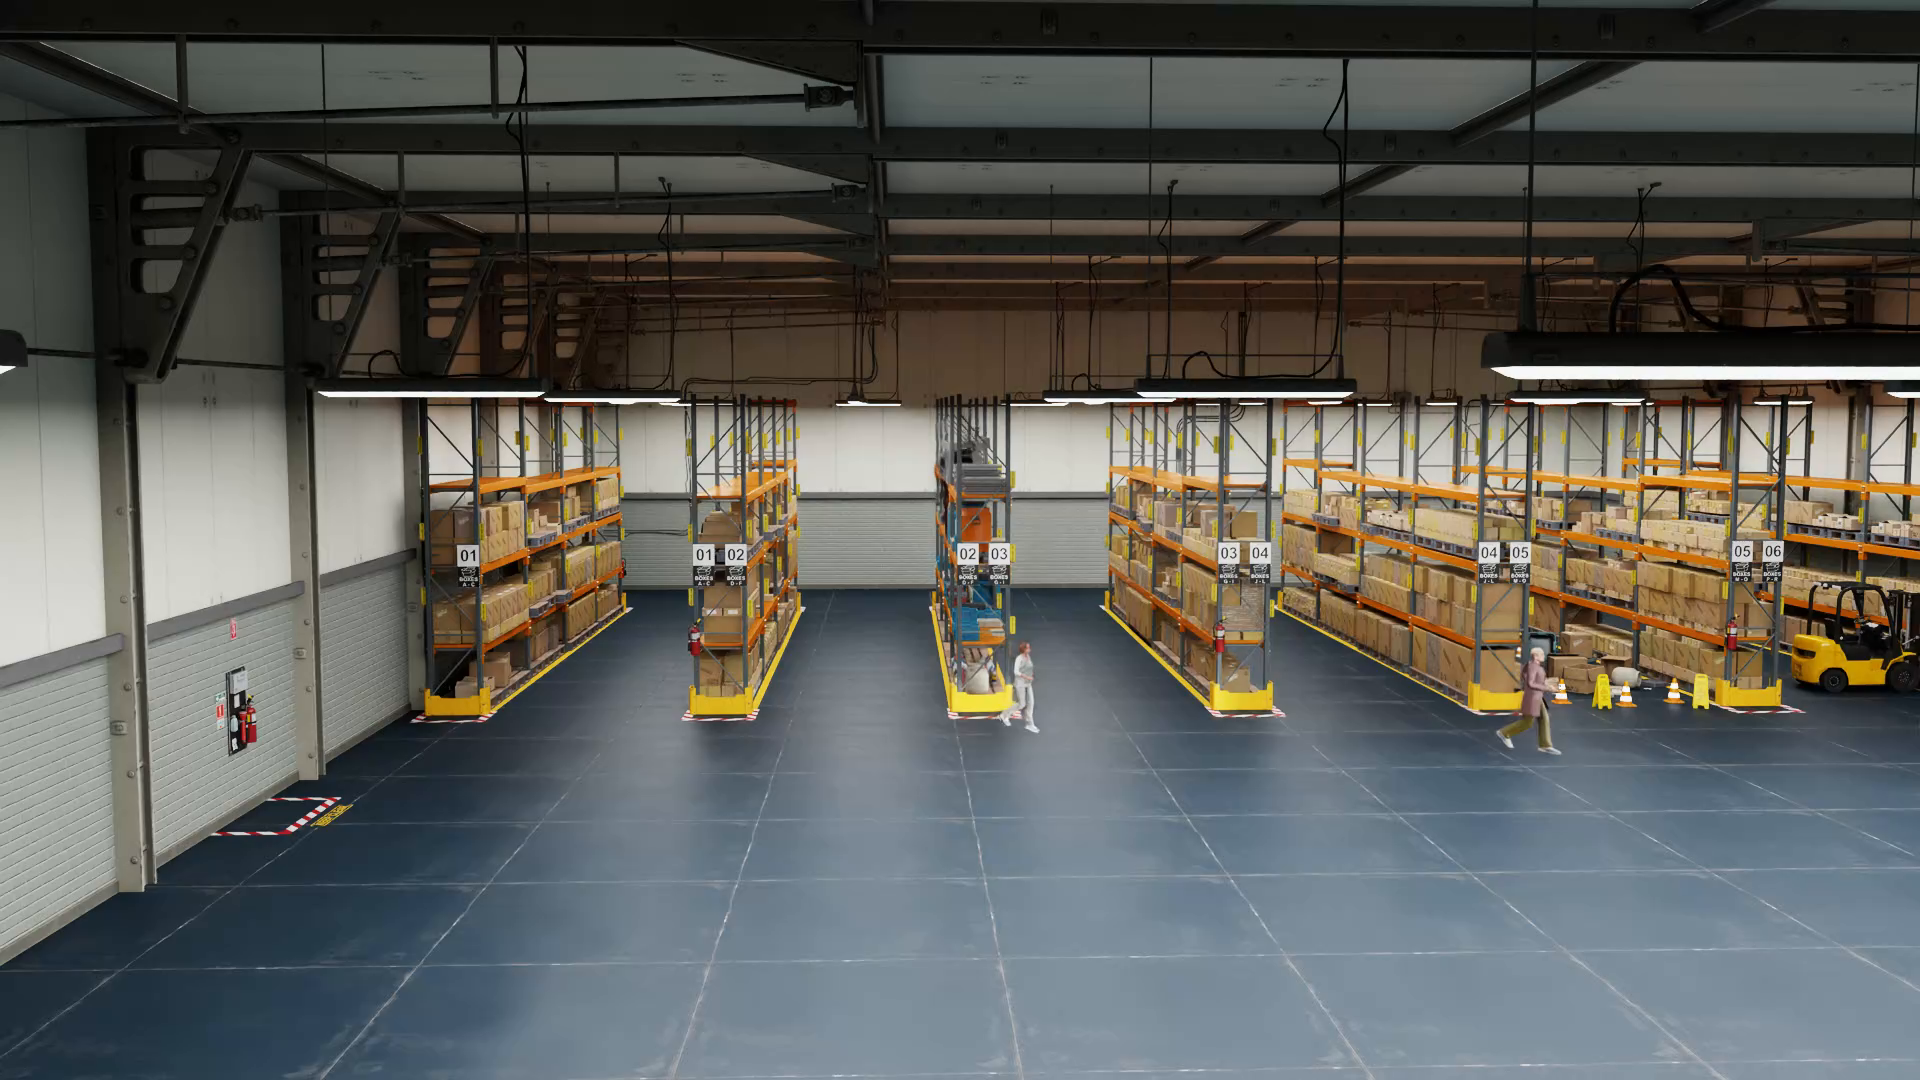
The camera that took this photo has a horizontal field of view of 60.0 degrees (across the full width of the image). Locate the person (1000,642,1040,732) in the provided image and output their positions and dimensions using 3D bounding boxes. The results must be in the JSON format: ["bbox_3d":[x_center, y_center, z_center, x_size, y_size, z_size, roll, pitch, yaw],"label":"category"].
[{"bbox_3d":[1.090,2.603,29.638,0.745,1.606,0.566,3,5,30],"label":"person"}]

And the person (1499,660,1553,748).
[{"bbox_3d":[9.426,2.710,27.635,0.836,1.480,0.689,2,5,27],"label":"person"}]
